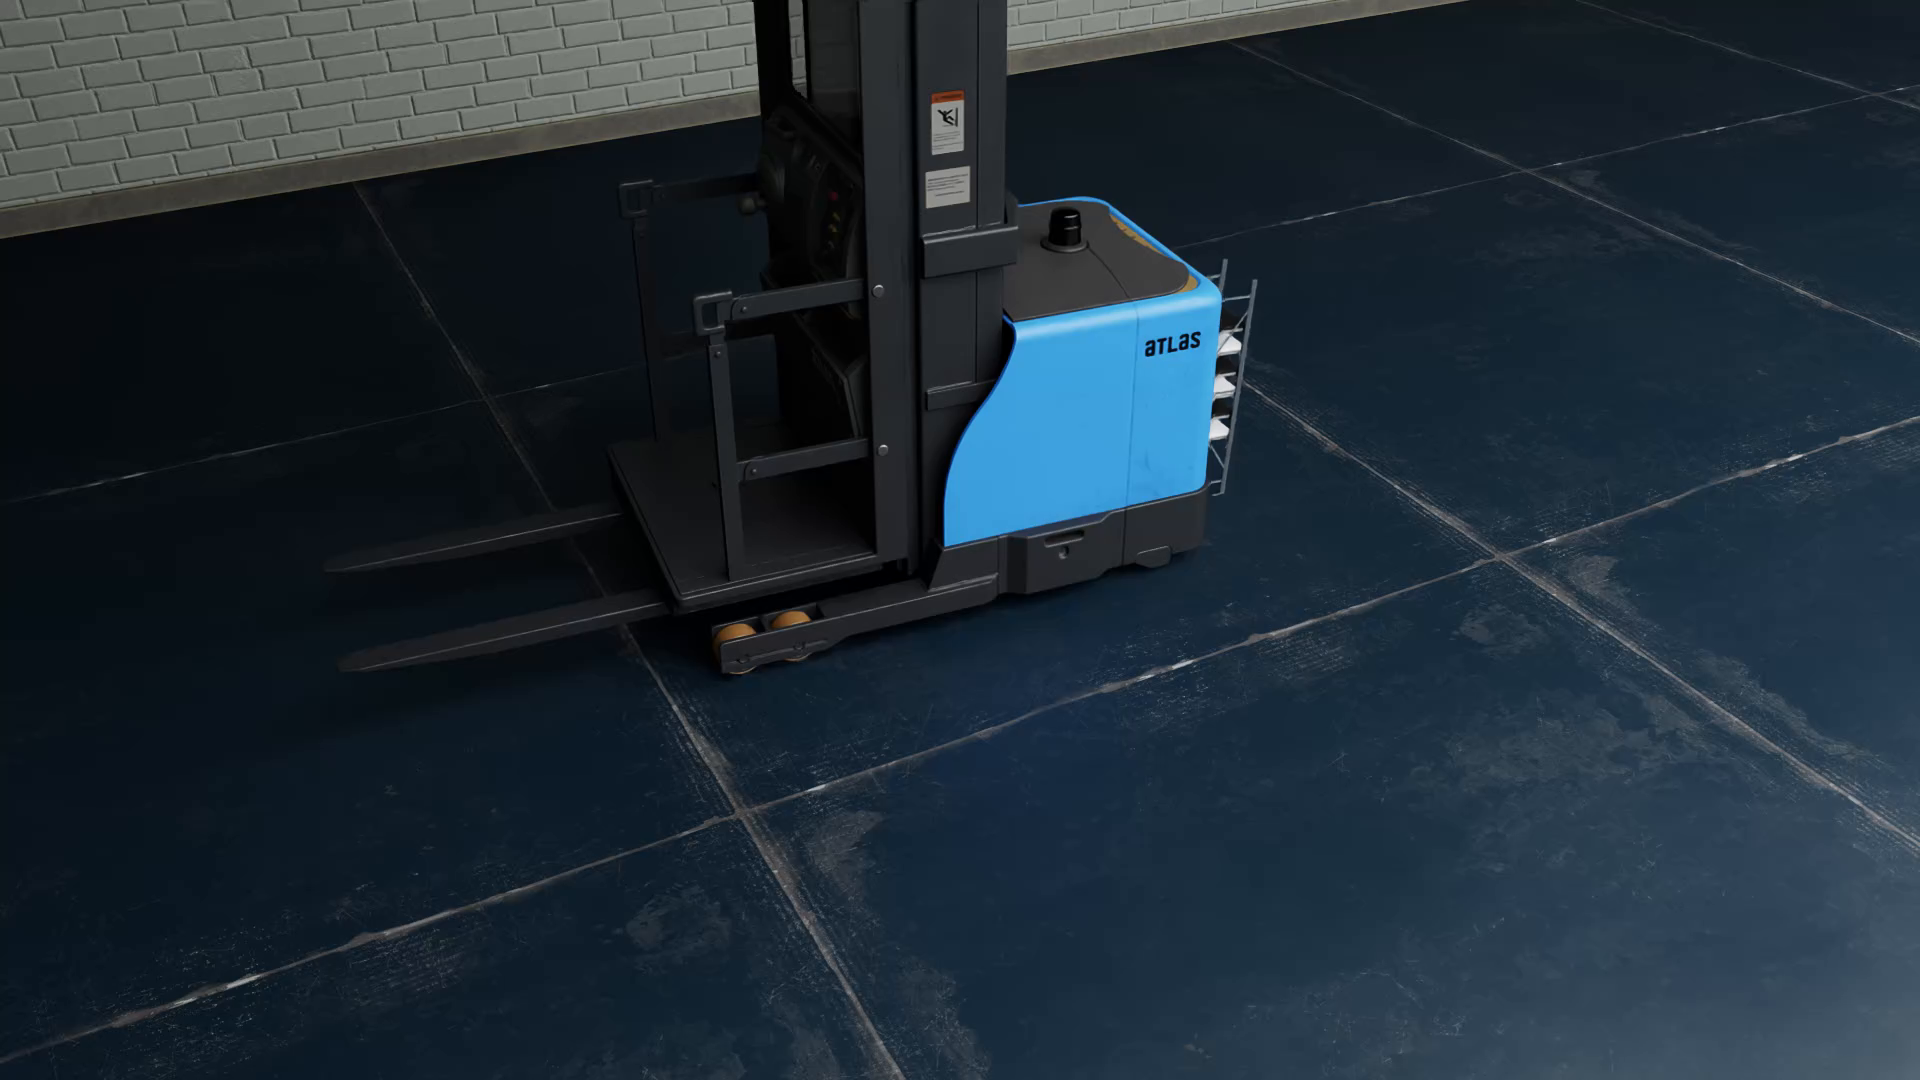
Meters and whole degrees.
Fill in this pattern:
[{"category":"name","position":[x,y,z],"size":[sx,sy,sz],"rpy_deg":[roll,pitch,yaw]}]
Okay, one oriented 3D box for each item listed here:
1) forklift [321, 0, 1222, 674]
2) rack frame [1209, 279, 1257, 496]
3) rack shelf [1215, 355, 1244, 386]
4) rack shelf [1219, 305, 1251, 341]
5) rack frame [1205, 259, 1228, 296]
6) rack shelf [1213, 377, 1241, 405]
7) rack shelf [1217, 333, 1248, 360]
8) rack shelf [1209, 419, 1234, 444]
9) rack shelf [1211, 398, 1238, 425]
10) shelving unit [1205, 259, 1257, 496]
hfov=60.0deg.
[{"category":"forklift","position":[-0.667,-1.110,5.266],"size":[3.031,2.935,1.130],"rpy_deg":[-12,35,-19]},{"category":"rack frame","position":[0.951,-0.546,6.254],"size":[0.240,0.900,0.006],"rpy_deg":[-11,34,-22]},{"category":"rack shelf","position":[0.912,-0.645,6.303],"size":[0.258,0.077,0.200],"rpy_deg":[-11,34,-22]},{"category":"rack shelf","position":[0.922,-0.798,6.209],"size":[0.258,0.077,0.200],"rpy_deg":[-11,34,-22]},{"category":"rack frame","position":[0.867,-0.646,6.410],"size":[0.240,0.900,0.006],"rpy_deg":[-11,34,-22]},{"category":"rack shelf","position":[0.907,-0.568,6.350],"size":[0.258,0.077,0.200],"rpy_deg":[-11,34,-22]},{"category":"rack shelf","position":[0.917,-0.721,6.256],"size":[0.258,0.077,0.200],"rpy_deg":[-11,34,-22]},{"category":"rack shelf","position":[0.898,-0.414,6.443],"size":[0.258,0.077,0.200],"rpy_deg":[-11,34,-22]},{"category":"rack shelf","position":[0.902,-0.491,6.397],"size":[0.258,0.077,0.200],"rpy_deg":[-11,34,-22]},{"category":"shelving unit","position":[0.909,-0.596,6.332],"size":[0.258,0.900,0.210],"rpy_deg":[-11,34,-22]}]
